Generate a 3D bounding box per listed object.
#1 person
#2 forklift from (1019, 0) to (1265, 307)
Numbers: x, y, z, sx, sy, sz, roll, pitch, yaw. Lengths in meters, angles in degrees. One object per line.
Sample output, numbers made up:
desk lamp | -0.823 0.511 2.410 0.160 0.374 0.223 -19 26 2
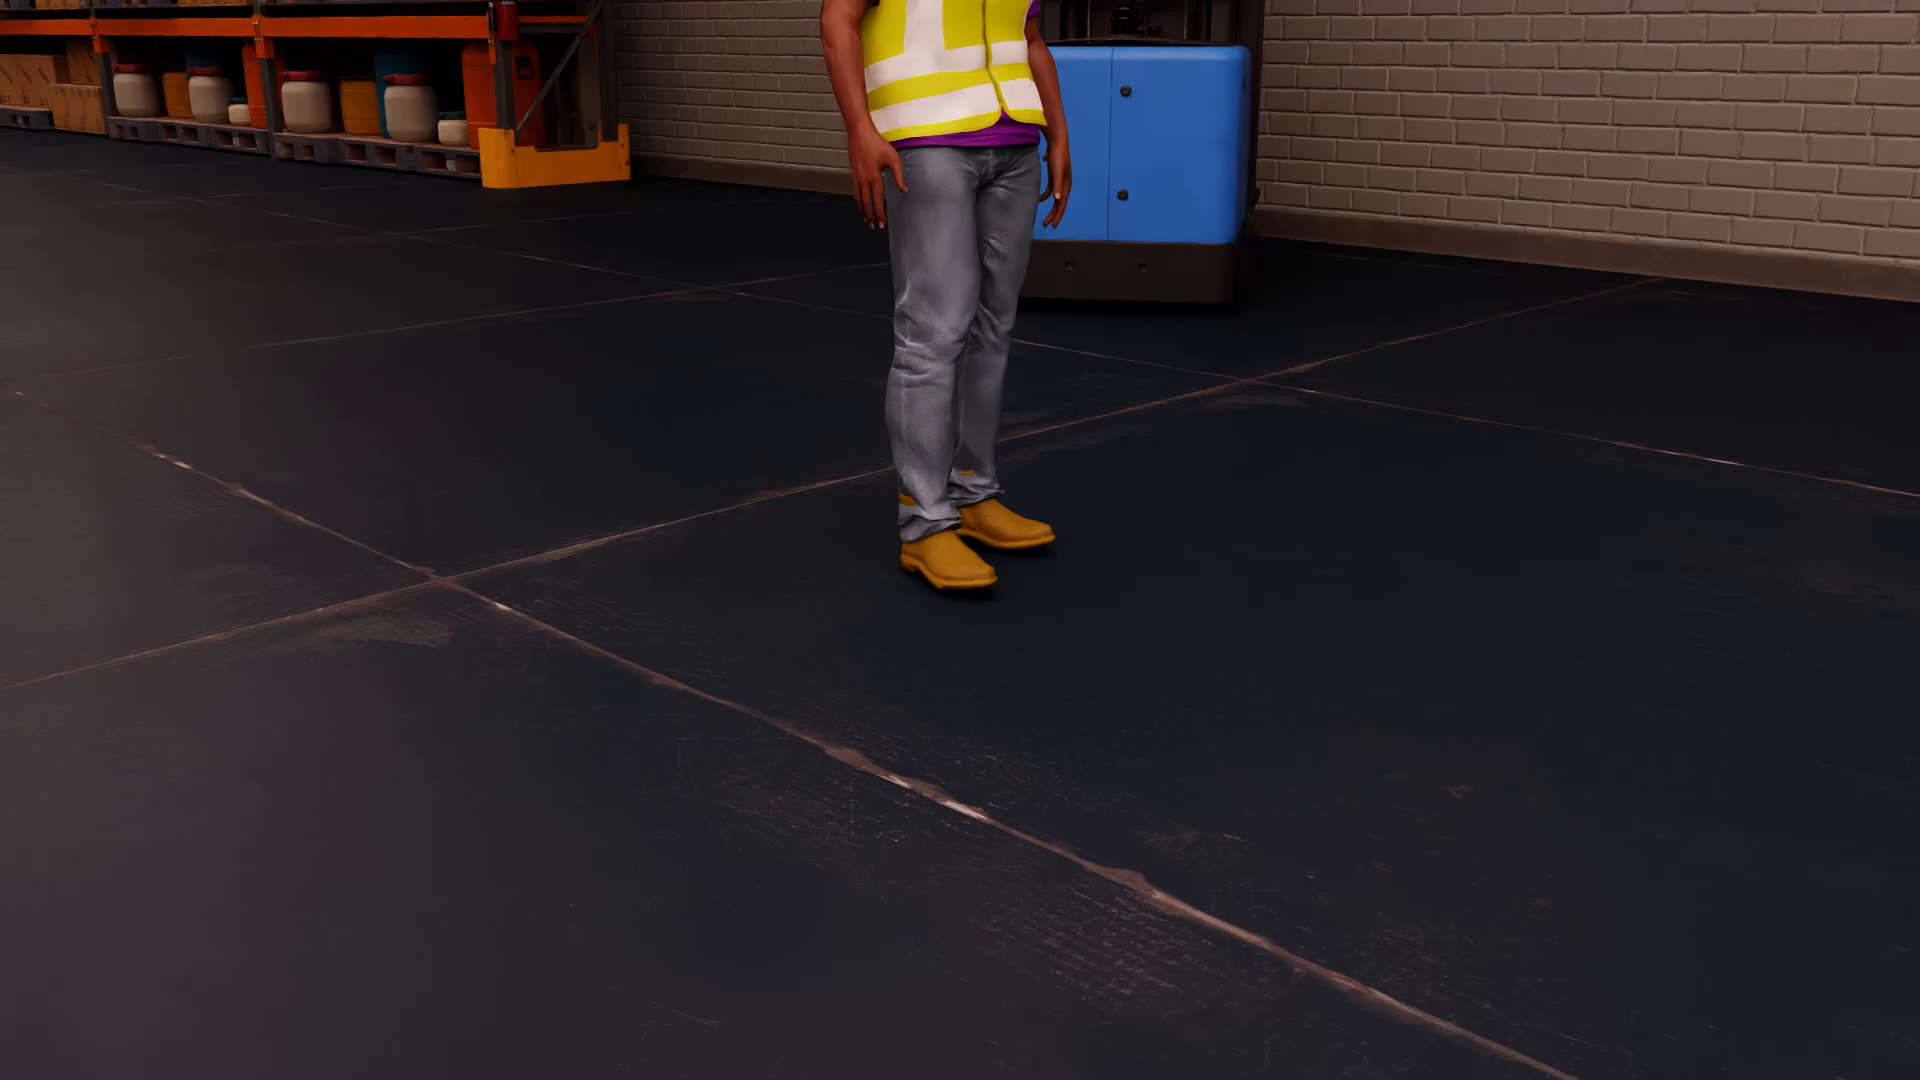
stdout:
person | 0.047 -0.835 3.582 0.575 1.768 0.666 16 23 42
forklift | 0.912 -2.758 7.865 1.130 2.935 3.031 4 17 11
